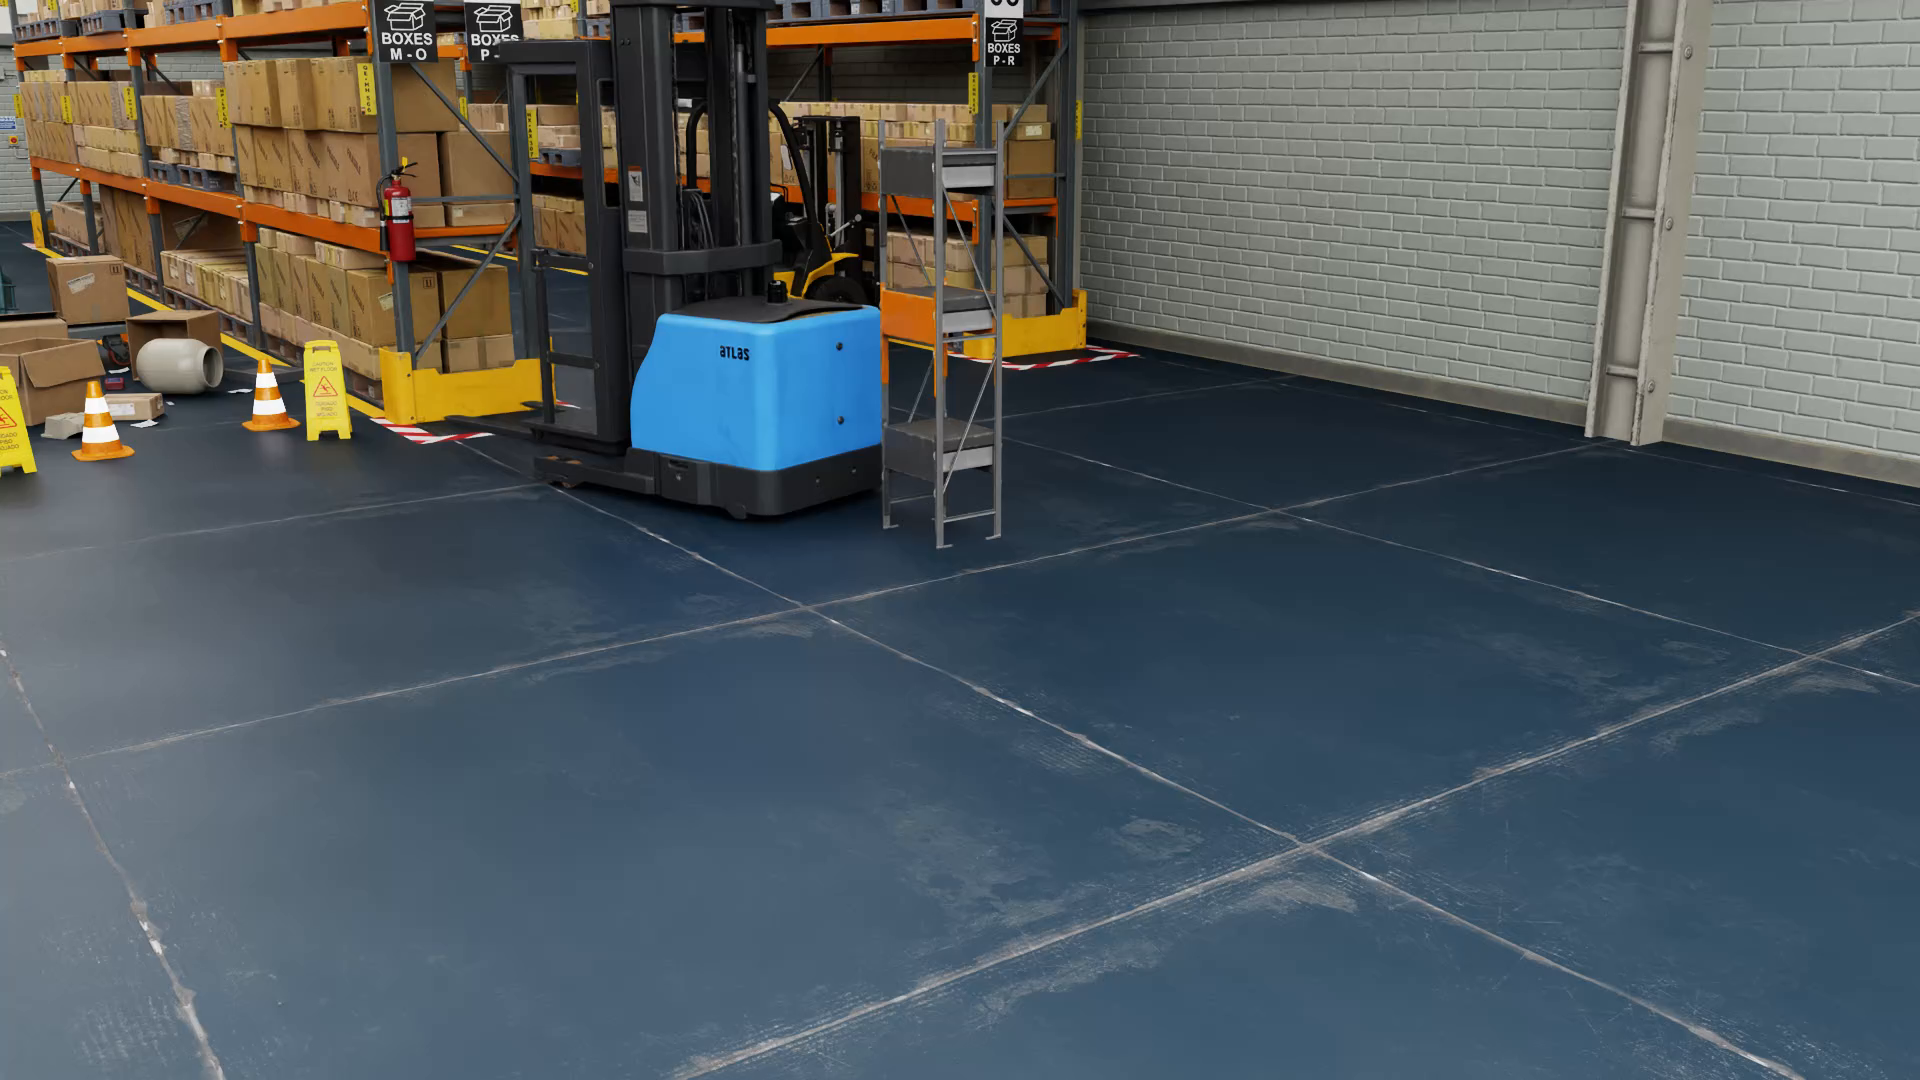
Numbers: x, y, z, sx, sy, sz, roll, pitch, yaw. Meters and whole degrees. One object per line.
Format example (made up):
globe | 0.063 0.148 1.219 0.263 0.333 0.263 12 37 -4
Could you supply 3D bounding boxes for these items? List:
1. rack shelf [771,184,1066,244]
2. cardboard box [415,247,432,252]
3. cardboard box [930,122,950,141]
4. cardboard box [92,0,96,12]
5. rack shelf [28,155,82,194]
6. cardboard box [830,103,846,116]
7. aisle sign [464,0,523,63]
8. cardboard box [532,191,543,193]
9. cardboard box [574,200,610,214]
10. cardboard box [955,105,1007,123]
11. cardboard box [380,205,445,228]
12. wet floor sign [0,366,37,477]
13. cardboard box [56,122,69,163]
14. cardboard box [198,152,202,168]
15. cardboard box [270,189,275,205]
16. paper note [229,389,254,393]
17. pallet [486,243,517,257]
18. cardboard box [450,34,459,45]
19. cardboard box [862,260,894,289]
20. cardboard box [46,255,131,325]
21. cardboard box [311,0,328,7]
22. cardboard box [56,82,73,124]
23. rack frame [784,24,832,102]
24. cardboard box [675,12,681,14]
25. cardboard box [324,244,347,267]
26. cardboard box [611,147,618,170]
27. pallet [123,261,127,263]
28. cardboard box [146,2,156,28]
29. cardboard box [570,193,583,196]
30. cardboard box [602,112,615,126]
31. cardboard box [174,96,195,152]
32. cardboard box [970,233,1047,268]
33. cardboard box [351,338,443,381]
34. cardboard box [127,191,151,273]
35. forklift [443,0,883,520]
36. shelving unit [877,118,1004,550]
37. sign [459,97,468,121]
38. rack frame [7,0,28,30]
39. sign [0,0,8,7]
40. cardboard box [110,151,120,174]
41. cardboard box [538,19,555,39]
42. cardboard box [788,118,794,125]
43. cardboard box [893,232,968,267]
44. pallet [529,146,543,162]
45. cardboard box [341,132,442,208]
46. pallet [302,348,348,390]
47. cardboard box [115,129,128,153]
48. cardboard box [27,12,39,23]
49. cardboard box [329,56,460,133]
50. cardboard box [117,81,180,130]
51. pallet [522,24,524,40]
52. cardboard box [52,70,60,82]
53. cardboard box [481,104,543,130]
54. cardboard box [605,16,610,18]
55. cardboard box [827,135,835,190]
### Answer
rack shelf | -0.613 -3.197 15.936 1.077 0.370 4.000 -11 19 -35
cardboard box | -4.635 -2.136 13.689 0.500 0.500 0.500 -10 18 -32
cardboard box | -0.042 -3.558 14.476 0.380 0.149 0.250 -11 18 -34
cardboard box | -9.246 -5.878 18.147 0.396 0.266 0.258 -11 19 -36
rack shelf | -11.681 -4.988 22.480 1.077 0.370 4.000 -11 19 -35
cardboard box | -1.020 -4.098 15.886 0.380 0.149 0.250 -11 19 -35
aisle sign | -3.162 -3.634 11.247 0.394 0.787 0.004 -11 19 -35
cardboard box | -5.822 -4.655 22.613 0.380 0.149 0.250 -11 19 -35
cardboard box | -4.636 -4.201 20.953 0.380 0.149 0.250 -12 19 -37
cardboard box | 0.182 -3.665 14.302 0.380 0.149 0.250 -11 19 -34
cardboard box | -3.843 -2.271 11.666 0.380 0.149 0.250 -10 18 -33
wet floor sign | -5.776 -0.721 9.988 0.232 0.644 0.267 14 21 42
cardboard box | -11.292 -5.124 21.427 0.500 0.500 0.500 -11 19 -36
cardboard box | -6.916 -3.568 15.610 0.380 0.149 0.250 -11 19 -35
cardboard box | -5.504 -2.863 13.831 0.380 0.149 0.250 -11 19 -35
paper note | -5.491 -1.145 12.702 0.148 0.019 0.142 10 18 33
pallet | -5.984 -4.166 23.398 1.003 0.211 1.213 -11 19 -35
cardboard box | -6.943 -7.035 23.393 0.380 0.149 0.250 -11 19 -35
cardboard box | -0.583 -2.505 15.513 0.500 0.250 0.500 -11 19 -36
cardboard box | -7.224 -2.076 13.781 0.500 0.500 0.500 -11 19 -35
cardboard box | -4.467 -3.924 12.025 0.380 0.149 0.250 -11 19 -35
cardboard box | -11.006 -5.496 20.891 0.500 0.500 0.500 -11 19 -35
rack frame | -1.789 -3.971 17.401 1.000 3.000 0.127 -11 19 -35
cardboard box | -3.534 -6.286 19.004 0.700 0.500 0.500 -11 19 -36
cardboard box | -4.547 -2.149 12.509 0.380 0.149 0.250 -10 18 -34
cardboard box | -3.786 -4.512 19.662 0.500 0.250 0.500 -11 19 -36
pallet | -9.991 -3.410 20.634 1.003 0.211 1.213 -11 19 -35
cardboard box | -7.956 -5.287 16.785 0.396 0.266 0.258 -11 19 -35
cardboard box | -4.999 -4.562 22.273 0.380 0.149 0.250 -11 19 -34
cardboard box | -4.033 -5.015 19.800 0.380 0.149 0.250 -10 18 -33
cardboard box | -7.159 -3.985 15.906 0.500 0.500 0.500 -12 19 -37
cardboard box | 0.434 -2.607 14.938 0.500 0.250 0.500 -11 19 -35
cardboard box | -4.157 -1.358 12.267 0.500 0.250 0.500 -11 19 -35
cardboard box | -9.013 -3.583 19.214 0.875 0.875 0.875 -11 19 -34
forklift | -1.886 -1.811 9.642 3.031 2.935 1.130 11 19 36
shelving unit | -0.097 -1.048 8.428 0.431 2.100 0.503 -11 19 -35
sign | -6.927 -6.011 23.215 0.100 0.325 0.005 -11 19 -35
rack frame | -12.857 -8.655 23.154 1.000 3.000 0.127 -11 19 -35
sign | -13.310 -7.584 23.114 0.100 0.325 0.005 -11 19 -35
cardboard box | -9.257 -4.266 18.763 0.500 0.250 0.500 -11 19 -35
cardboard box | -4.935 -6.378 20.800 0.500 0.250 0.500 -11 19 -34
cardboard box | -1.485 -4.116 16.516 0.380 0.149 0.250 -11 19 -35
cardboard box | -0.265 -2.633 15.034 0.500 0.250 0.500 -10 18 -34
pallet | -5.288 -5.147 22.062 1.003 0.211 1.213 -11 19 -35
cardboard box | -3.992 -2.610 11.677 0.500 0.500 0.500 -11 19 -36
pallet | -4.657 -1.456 13.495 1.003 0.211 1.213 -11 19 -35
cardboard box | -8.948 -4.395 18.290 0.500 0.250 0.500 -11 19 -36
cardboard box | -12.403 -7.070 22.535 0.380 0.149 0.250 -10 18 -33
cardboard box | -3.927 -3.094 11.553 0.700 0.500 0.500 -11 19 -36
cardboard box | -8.669 -4.654 17.814 0.500 0.500 0.500 -11 19 -36
pallet | -5.554 -6.664 21.916 1.213 0.211 1.003 -11 19 -35
cardboard box | -11.489 -5.994 21.483 0.380 0.149 0.250 -11 19 -35
cardboard box | -6.084 -5.681 22.666 0.700 0.500 0.500 -11 19 -34
cardboard box | -4.162 -6.507 20.514 0.380 0.149 0.250 -11 19 -34
cardboard box | -1.121 -3.667 16.103 0.500 0.500 0.500 -11 19 -35
